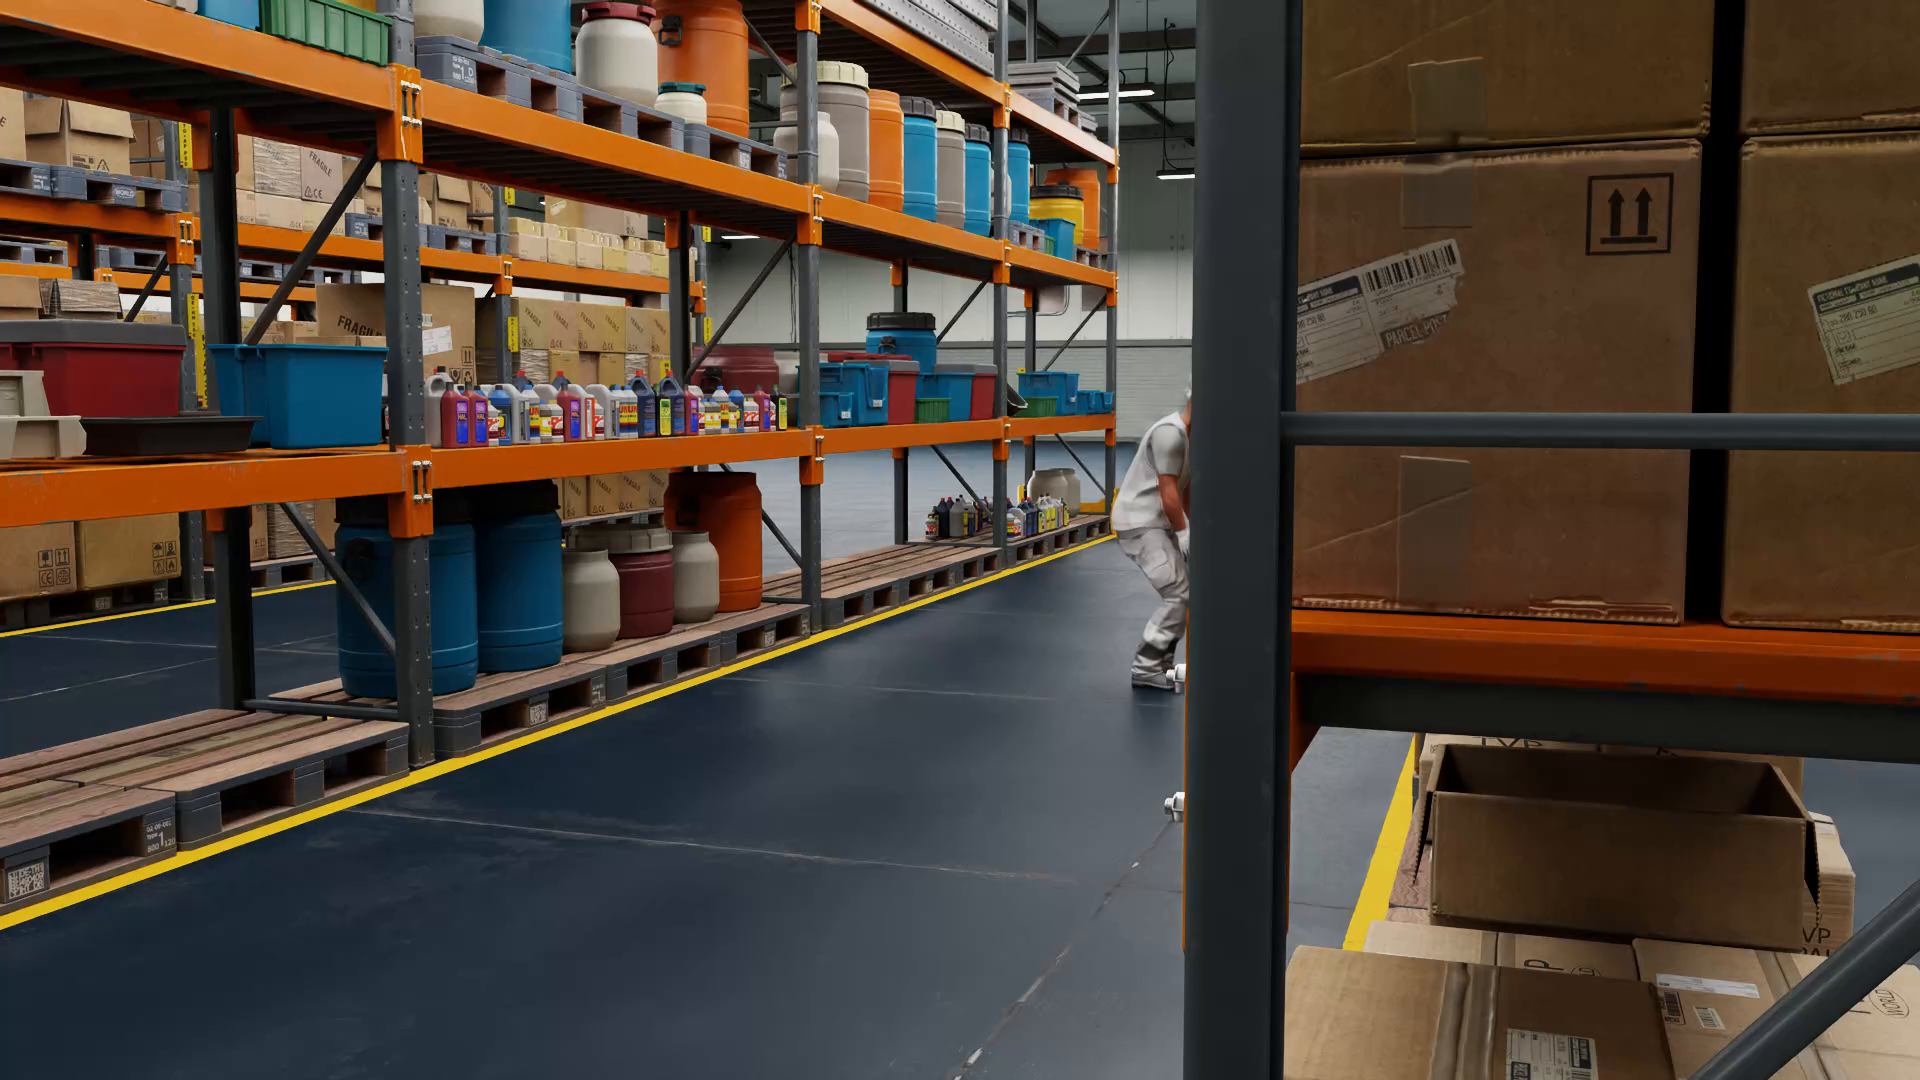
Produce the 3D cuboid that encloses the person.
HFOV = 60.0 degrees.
[{"bbox_3d":[1.125,-0.037,8.757,0.625,1.604,0.572,2,5,19],"label":"person"}]
